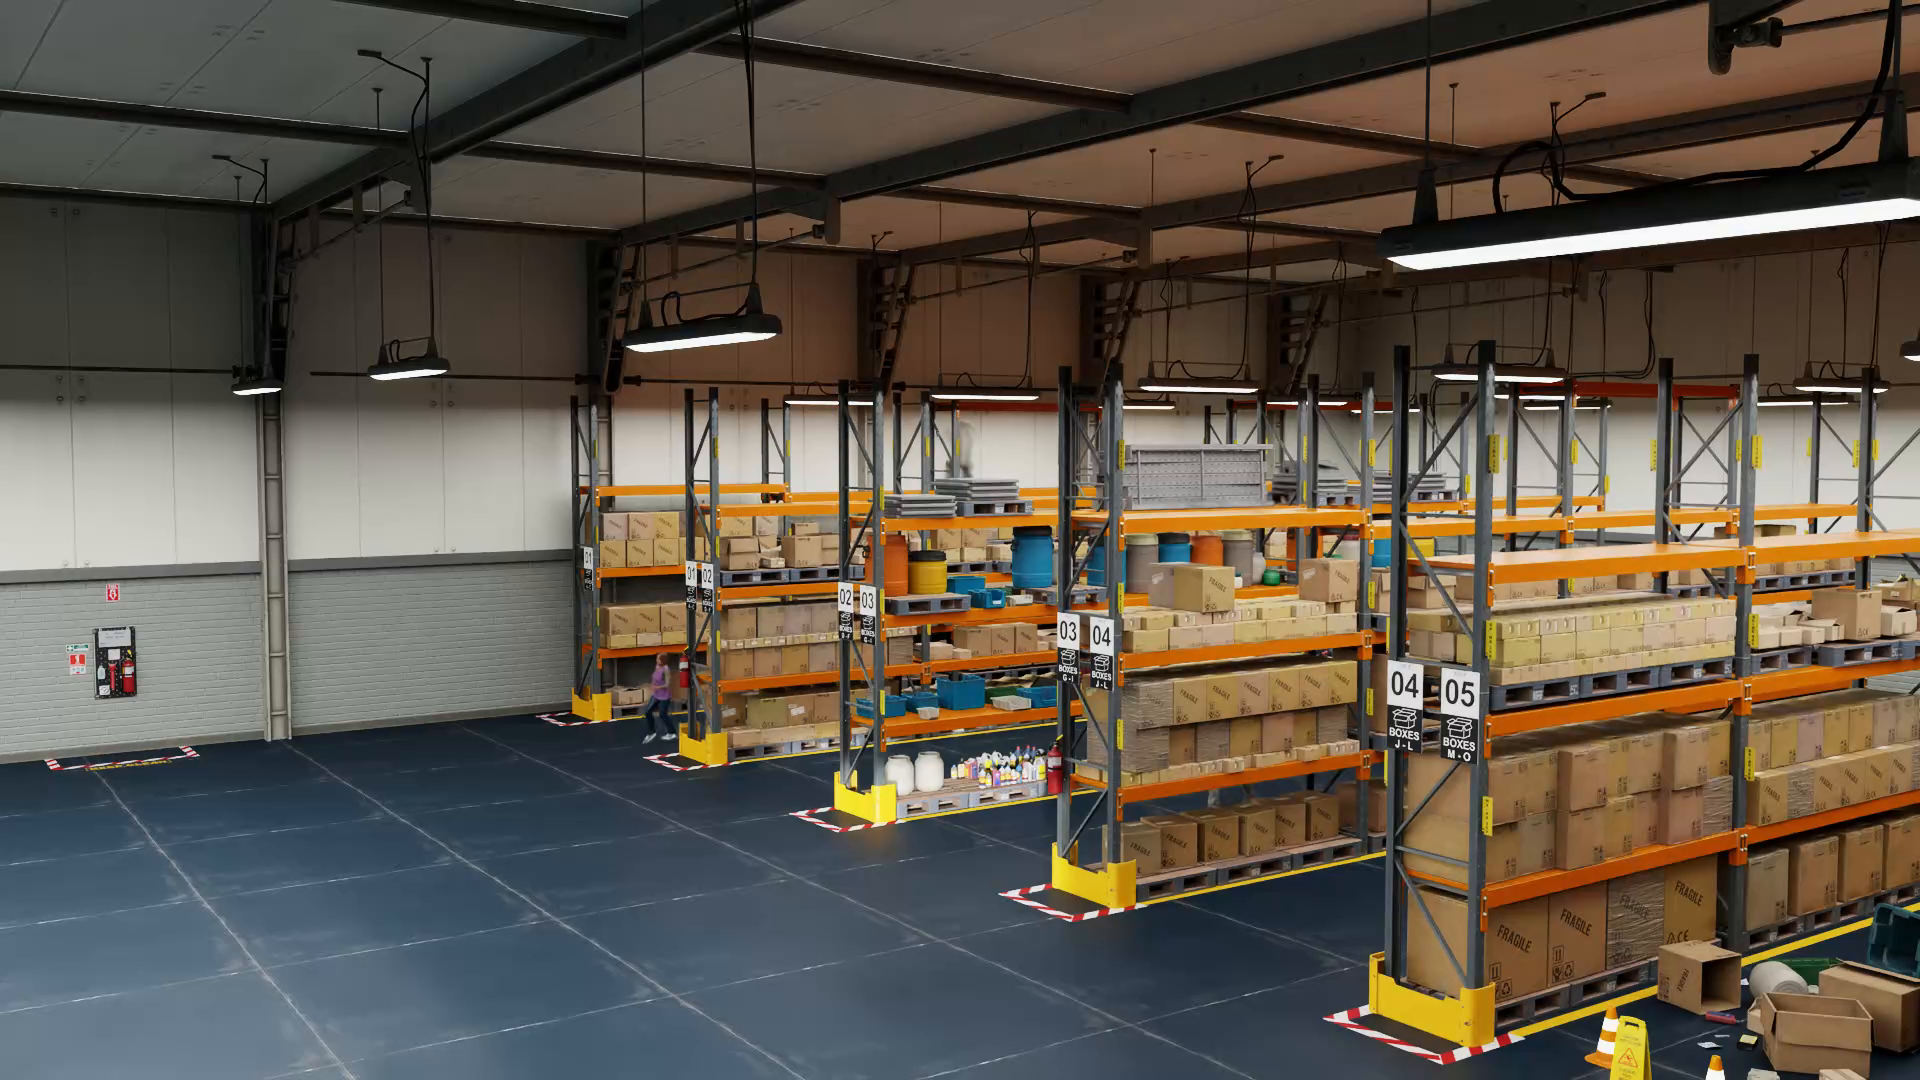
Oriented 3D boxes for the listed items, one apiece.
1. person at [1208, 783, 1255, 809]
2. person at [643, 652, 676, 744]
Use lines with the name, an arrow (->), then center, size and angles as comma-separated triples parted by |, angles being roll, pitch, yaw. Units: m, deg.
person -> 3.753, 2.925, 22.971 | 0.694, 1.777, 0.997 | 3, 5, 44
person -> -5.055, 2.690, 28.268 | 0.574, 1.599, 0.672 | 3, 5, 44
